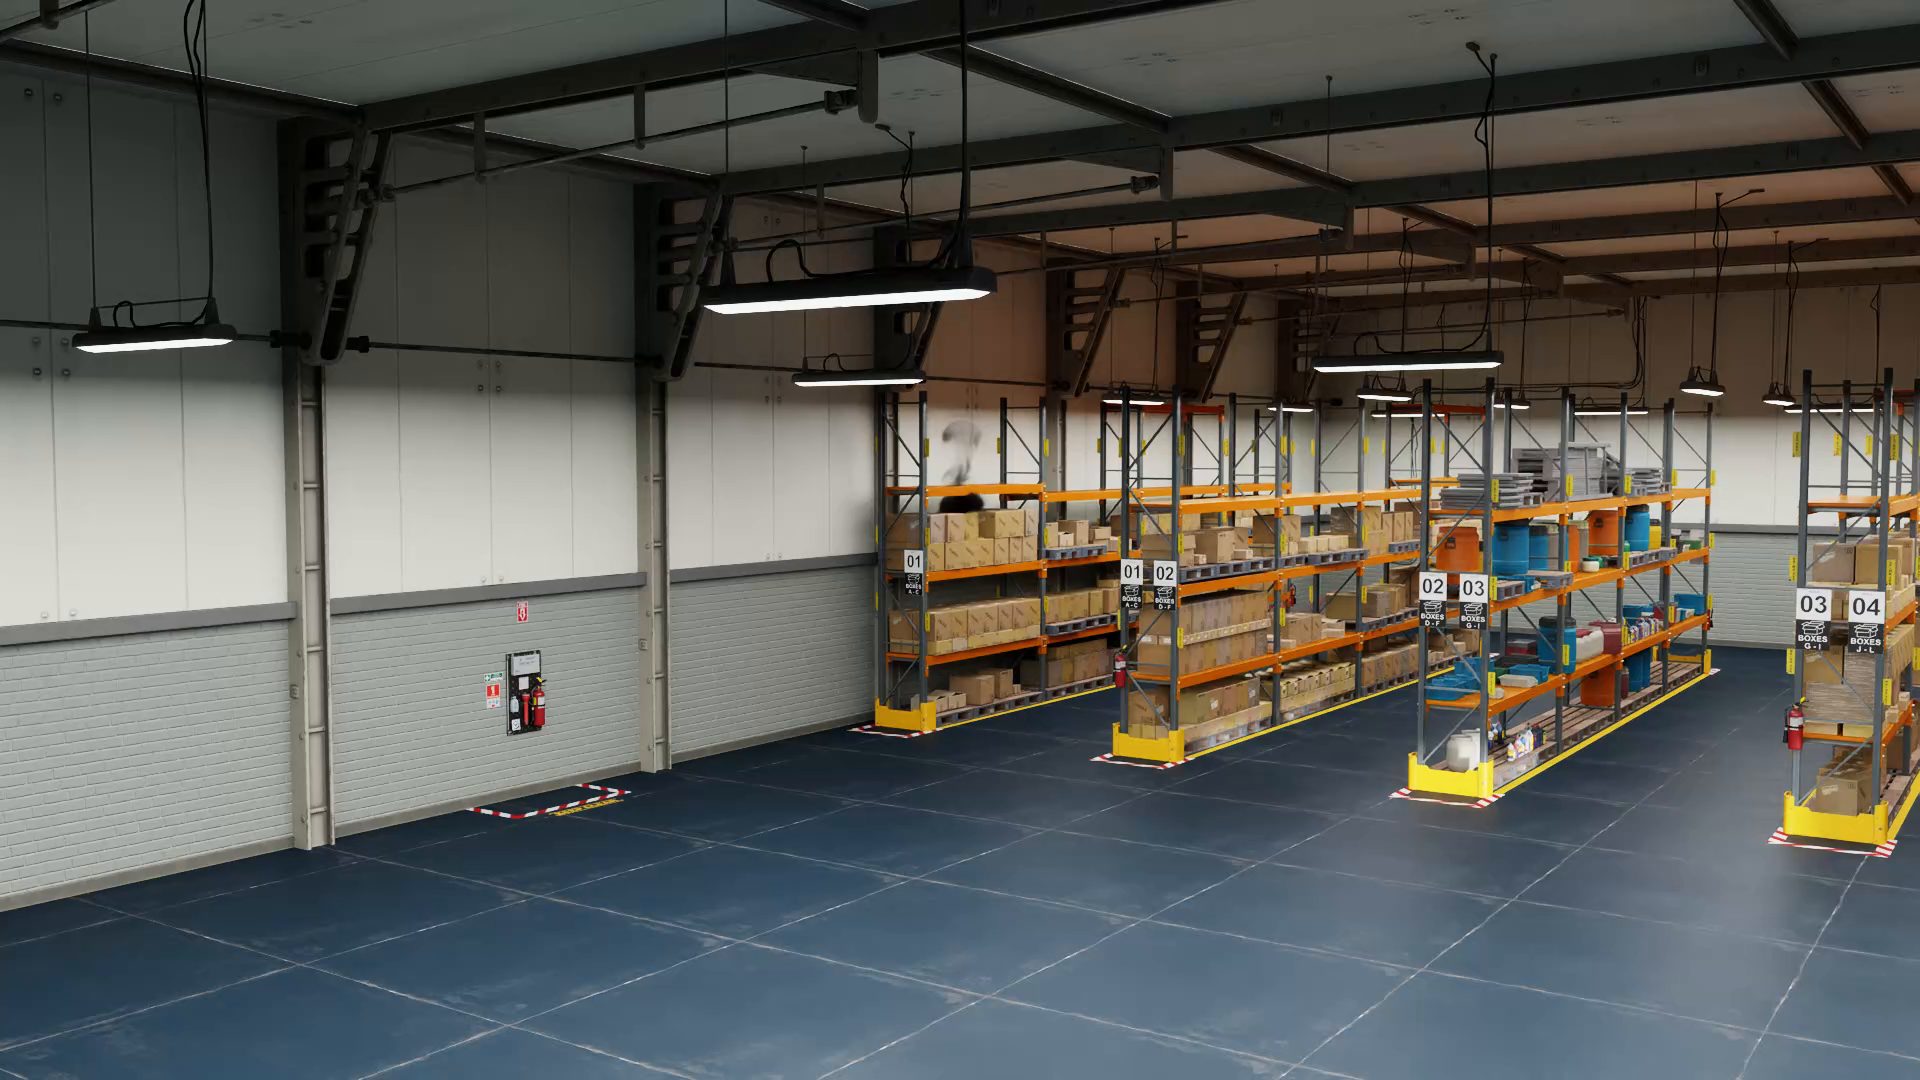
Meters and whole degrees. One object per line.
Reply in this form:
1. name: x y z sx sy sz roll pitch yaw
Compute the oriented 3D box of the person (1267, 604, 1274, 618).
1. person: 6.643 2.199 35.251 0.649 1.703 0.718 2 4 35
